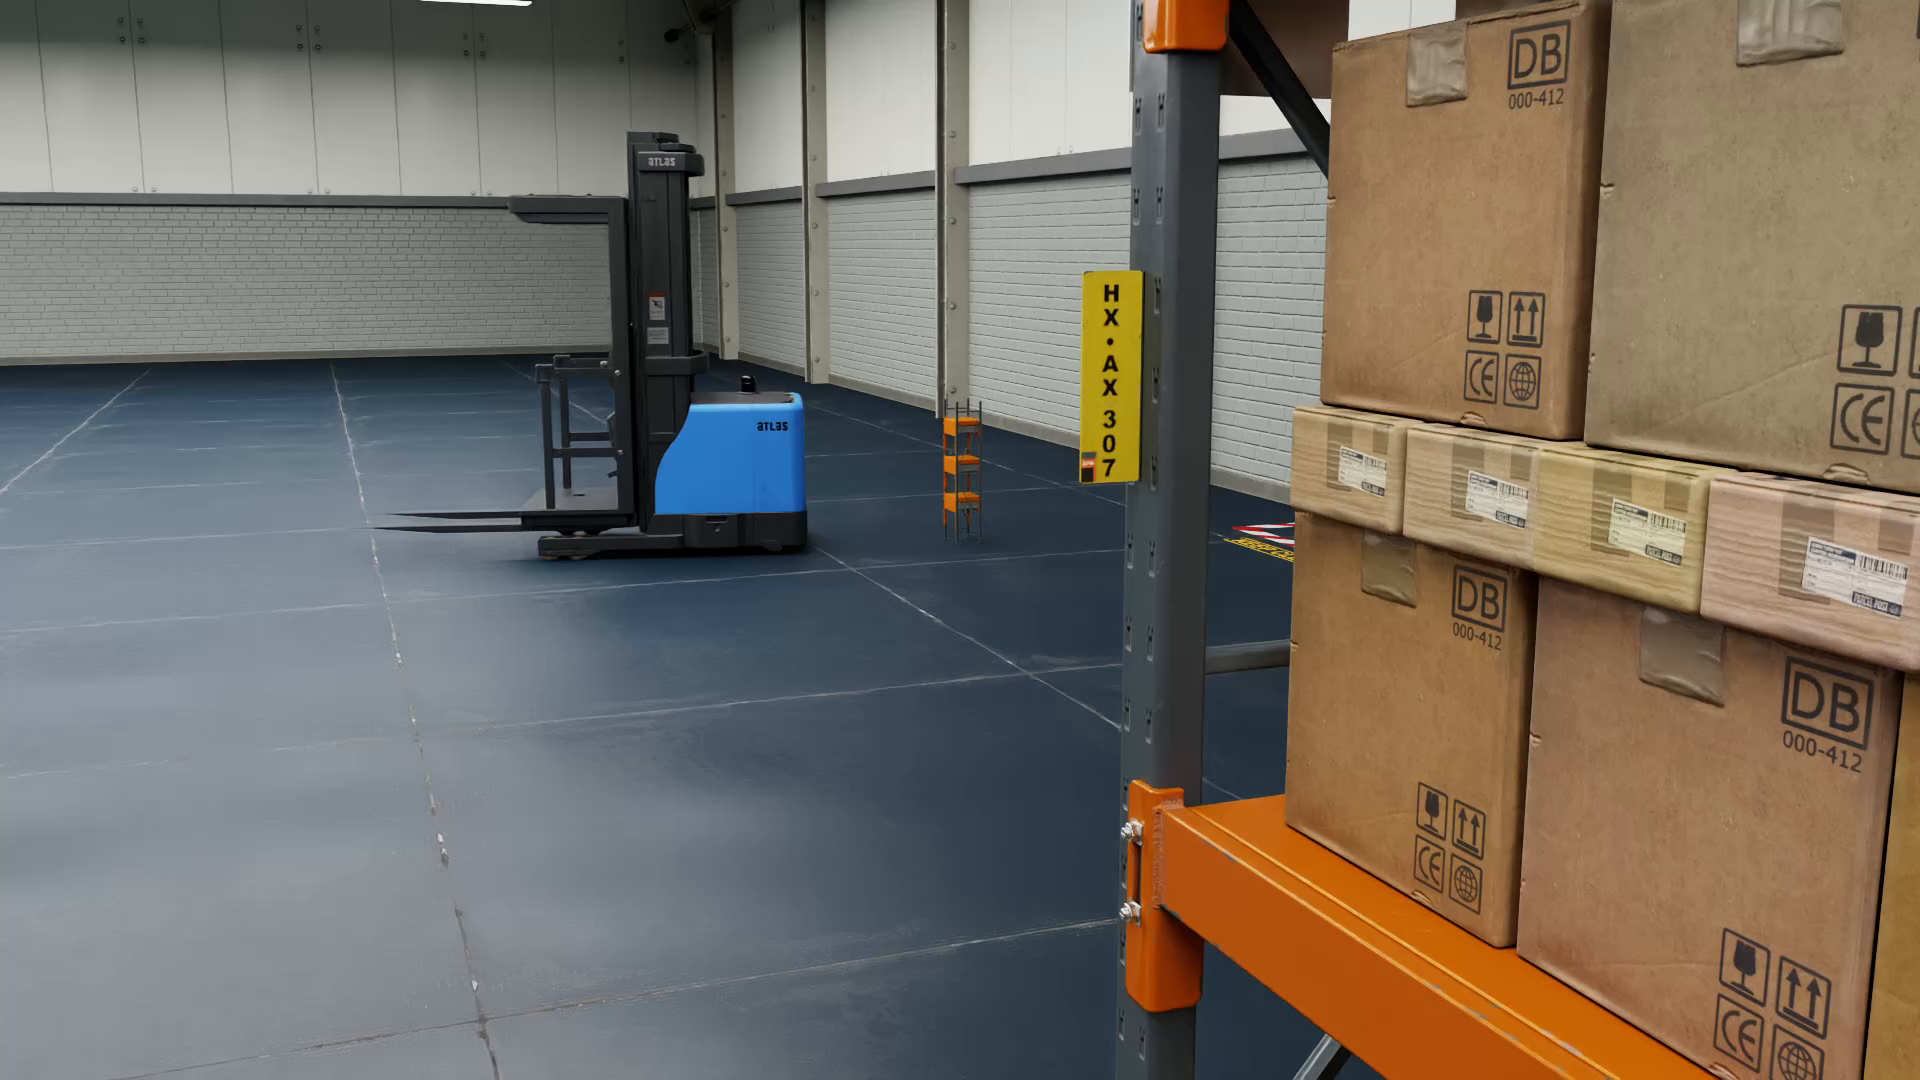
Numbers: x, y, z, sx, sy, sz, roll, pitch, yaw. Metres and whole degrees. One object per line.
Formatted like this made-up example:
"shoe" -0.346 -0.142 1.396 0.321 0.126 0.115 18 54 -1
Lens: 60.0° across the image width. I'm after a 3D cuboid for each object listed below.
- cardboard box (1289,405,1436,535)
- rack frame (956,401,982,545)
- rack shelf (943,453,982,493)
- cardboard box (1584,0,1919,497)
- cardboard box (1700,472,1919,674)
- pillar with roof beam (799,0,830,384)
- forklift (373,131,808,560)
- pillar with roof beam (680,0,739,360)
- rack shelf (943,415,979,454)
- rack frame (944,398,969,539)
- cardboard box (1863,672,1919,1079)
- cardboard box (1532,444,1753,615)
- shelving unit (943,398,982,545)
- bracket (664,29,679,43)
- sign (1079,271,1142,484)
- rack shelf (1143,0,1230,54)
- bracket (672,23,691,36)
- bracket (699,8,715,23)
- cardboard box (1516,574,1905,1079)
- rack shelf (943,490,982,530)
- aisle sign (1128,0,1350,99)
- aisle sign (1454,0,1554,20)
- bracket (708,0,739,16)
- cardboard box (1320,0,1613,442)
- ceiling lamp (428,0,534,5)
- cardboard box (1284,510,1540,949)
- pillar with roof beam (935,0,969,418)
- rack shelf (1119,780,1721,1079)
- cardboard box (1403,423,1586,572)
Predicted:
"cardboard box" 0.693 -0.110 2.338 0.380 0.149 0.250 -4 11 -21
"rack frame" 0.064 -0.488 12.167 0.200 1.050 0.008 -4 11 -21
"rack shelf" 0.019 -0.498 12.281 0.215 0.259 0.240 -4 11 -21
"cardboard box" 1.124 -0.336 1.756 0.700 0.500 0.500 -4 11 -22
"cardboard box" 0.970 0.015 1.635 0.380 0.149 0.250 -4 11 -22
"pillar with roof beam" -6.282 -6.673 24.239 9.100 9.000 0.400 -4 11 -21
"forklift" -2.643 -1.398 11.910 3.031 2.935 1.130 -1 10 -6
"pillar with roof beam" -8.456 -7.652 29.745 9.100 9.000 0.548 -4 11 -21
"rack shelf" 0.019 -0.777 12.231 0.215 0.259 0.240 -4 11 -21
"rack frame" -0.025 -0.528 12.391 0.200 1.050 0.008 -4 11 -21
"cardboard box" 1.279 0.375 1.461 0.700 0.500 0.500 -4 11 -21
"cardboard box" 0.881 -0.027 1.867 0.380 0.149 0.250 -4 11 -21
"shelving unit" 0.019 -0.508 12.279 0.215 1.050 0.252 -4 11 -21
"bracket" -5.784 -10.130 33.395 0.235 0.232 0.430 -4 11 -21
"sign" 0.233 -0.250 2.565 0.100 0.325 0.005 -4 11 -21
"rack shelf" 1.477 -0.616 0.805 1.077 0.370 4.000 -4 11 -21
"bracket" -5.570 -10.033 32.853 0.076 0.066 3.189 -4 11 -21
"bracket" -4.624 -9.607 30.458 0.235 0.232 0.430 -4 11 -21
"cardboard box" 1.104 0.294 1.919 0.700 0.500 0.500 -4 11 -19
"rack shelf" 0.019 -0.224 12.330 0.215 0.259 0.240 -4 11 -21
"aisle sign" 0.443 -1.091 2.564 0.394 0.787 0.004 -4 11 -21
"aisle sign" 1.002 -1.129 2.778 0.394 0.787 0.004 -4 11 -21
"bracket" -3.691 -9.187 28.094 0.076 0.066 4.783 -4 11 -21
"cardboard box" 0.928 -0.422 2.237 0.700 0.500 0.500 -4 11 -21
"ceiling lamp" -7.667 -9.854 25.454 2.000 3.185 0.800 -4 11 -21
"cardboard box" 0.909 0.208 2.399 0.700 0.500 0.500 -4 11 -21
"pillar with roof beam" -4.108 -5.694 18.733 9.100 9.000 0.400 -4 11 -21
"rack shelf" 1.477 0.861 1.068 1.077 0.370 4.000 -4 11 -21
"cardboard box" 0.792 -0.067 2.097 0.380 0.149 0.250 -4 11 -22
